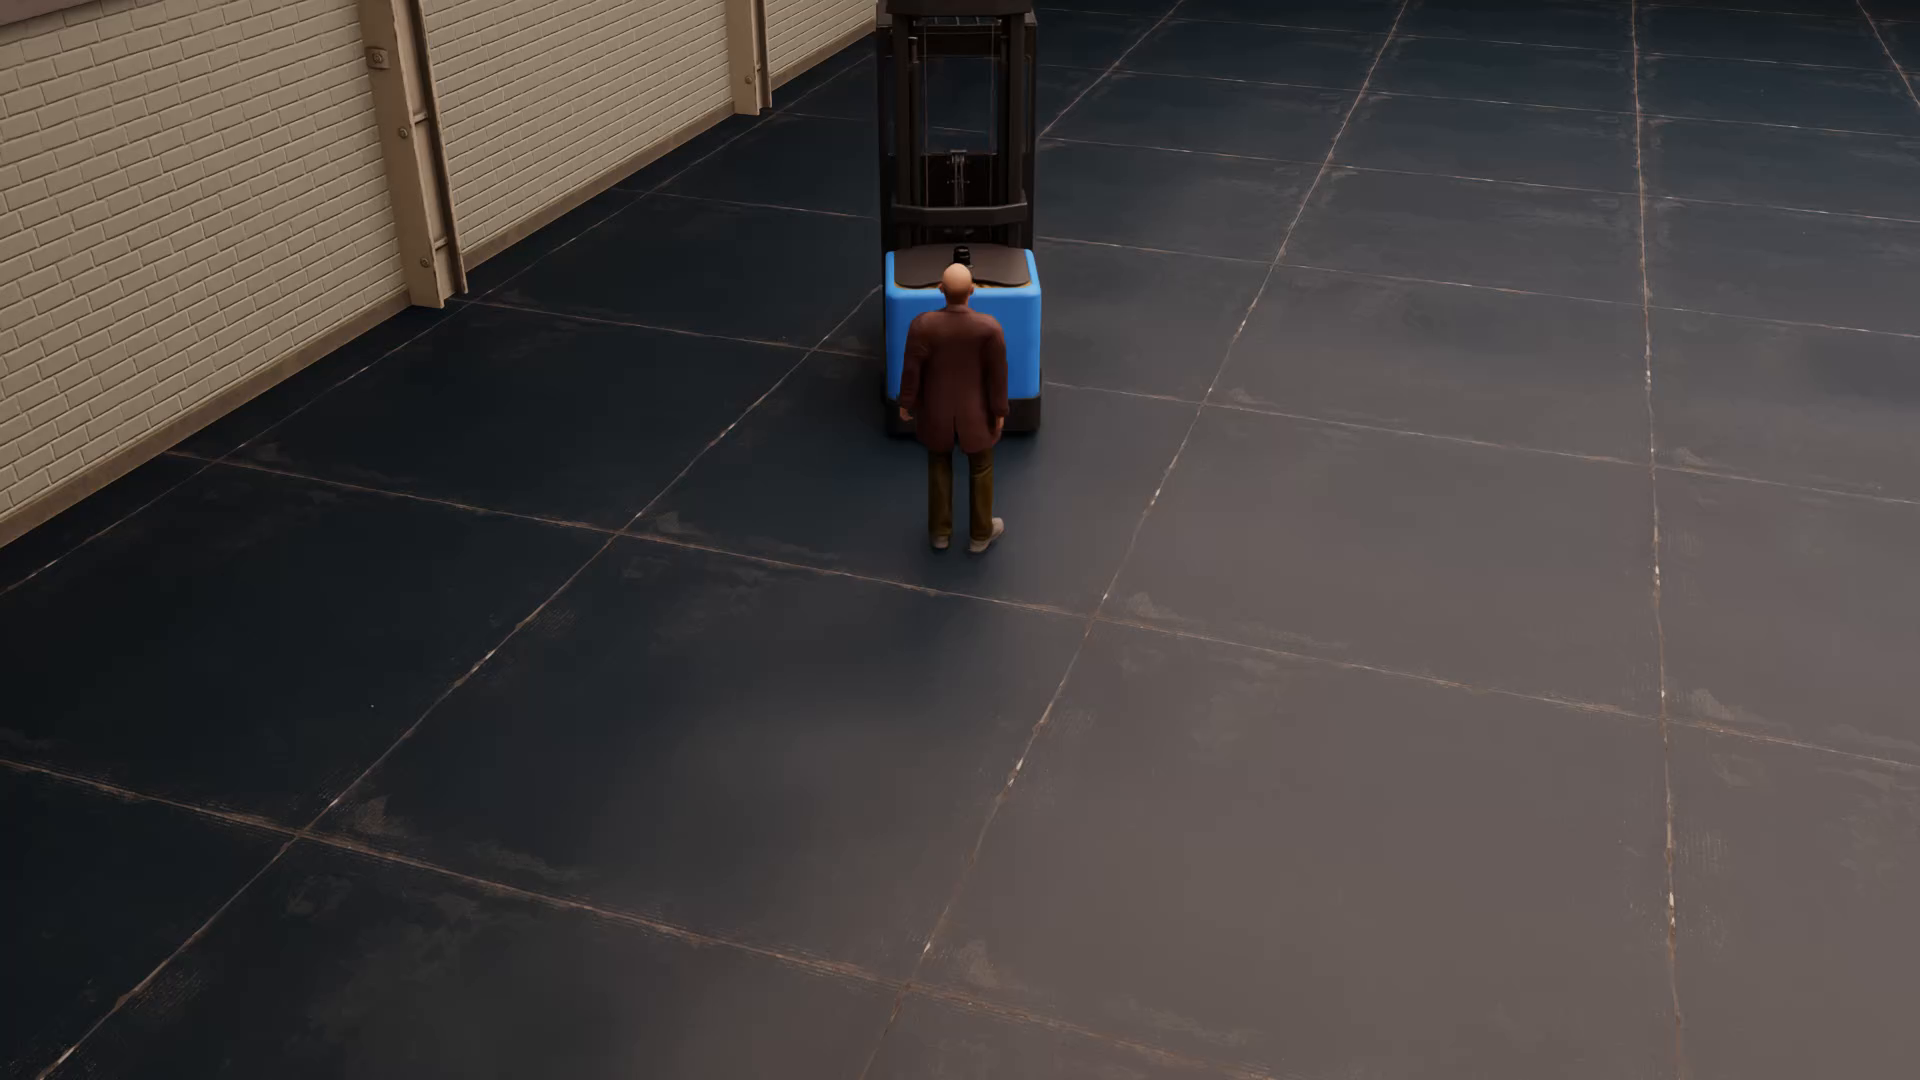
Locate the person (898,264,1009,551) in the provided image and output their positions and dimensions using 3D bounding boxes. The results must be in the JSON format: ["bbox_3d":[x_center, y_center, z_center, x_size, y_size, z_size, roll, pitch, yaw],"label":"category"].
[{"bbox_3d":[-0.037,-0.782,9.710,0.645,1.772,0.384,0,30,1],"label":"person"}]

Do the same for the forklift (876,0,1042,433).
[{"bbox_3d":[-0.032,-2.688,11.852,1.130,2.935,3.031,-1,30,-2],"label":"forklift"}]
